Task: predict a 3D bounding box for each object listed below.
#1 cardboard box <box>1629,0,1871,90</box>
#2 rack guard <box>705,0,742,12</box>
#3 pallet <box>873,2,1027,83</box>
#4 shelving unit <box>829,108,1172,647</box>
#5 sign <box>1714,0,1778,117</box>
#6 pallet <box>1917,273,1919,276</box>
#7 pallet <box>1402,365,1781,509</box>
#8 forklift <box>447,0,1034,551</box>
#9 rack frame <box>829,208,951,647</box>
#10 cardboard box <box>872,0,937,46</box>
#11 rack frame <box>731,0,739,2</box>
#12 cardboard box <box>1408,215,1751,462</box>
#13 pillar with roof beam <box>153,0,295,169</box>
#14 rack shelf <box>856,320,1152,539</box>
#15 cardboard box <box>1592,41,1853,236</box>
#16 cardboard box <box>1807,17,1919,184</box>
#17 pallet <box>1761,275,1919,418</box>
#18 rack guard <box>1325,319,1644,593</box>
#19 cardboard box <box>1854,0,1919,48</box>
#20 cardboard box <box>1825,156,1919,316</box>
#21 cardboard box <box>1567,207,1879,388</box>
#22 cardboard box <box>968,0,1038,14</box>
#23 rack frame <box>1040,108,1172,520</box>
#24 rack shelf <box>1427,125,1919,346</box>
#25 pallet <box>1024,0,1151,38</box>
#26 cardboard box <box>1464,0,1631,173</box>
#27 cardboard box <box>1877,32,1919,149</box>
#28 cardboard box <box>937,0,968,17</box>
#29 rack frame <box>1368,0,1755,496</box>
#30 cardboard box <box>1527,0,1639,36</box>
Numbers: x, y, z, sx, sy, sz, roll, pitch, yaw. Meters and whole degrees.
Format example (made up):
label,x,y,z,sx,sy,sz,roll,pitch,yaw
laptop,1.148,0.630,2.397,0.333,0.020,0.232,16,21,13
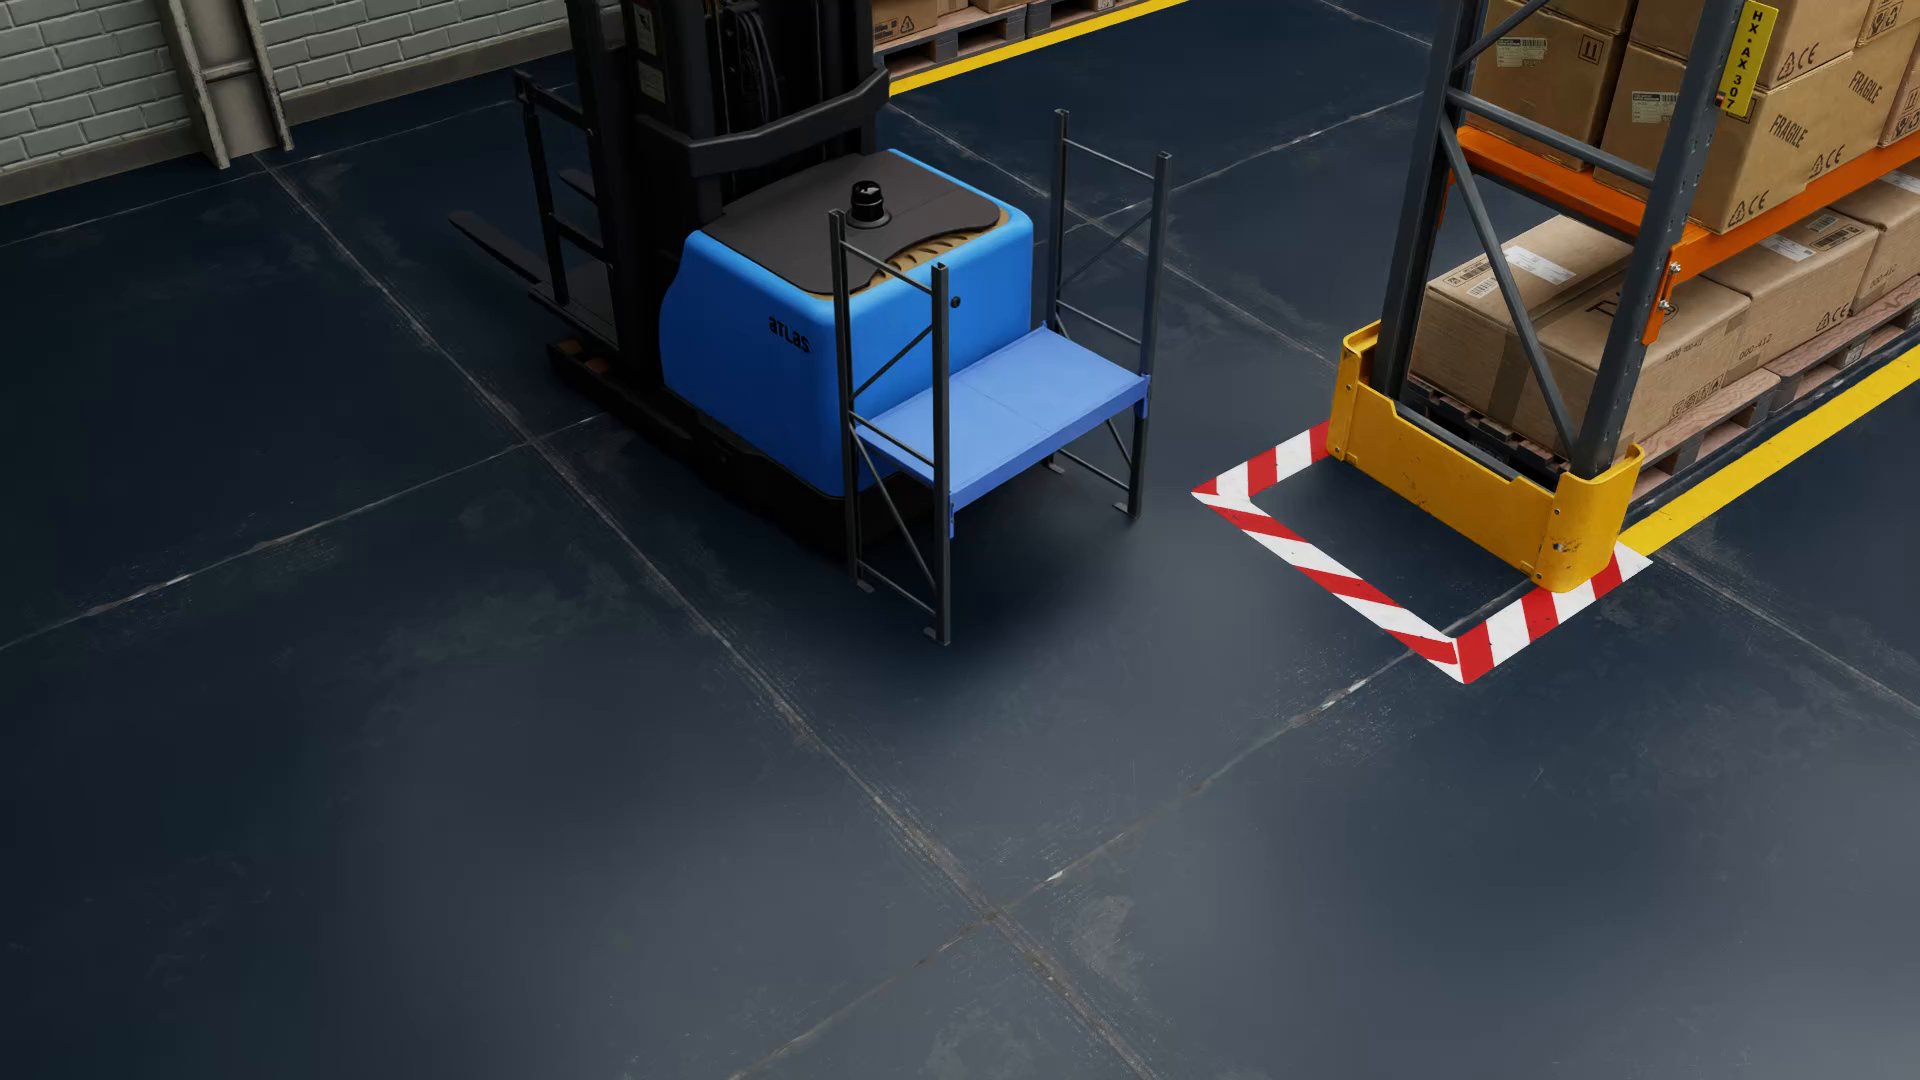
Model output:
label,x,y,z,sx,sy,sz,roll,pitch,yaw
cardboard box,2.511,-1.787,5.196,0.500,0.500,0.500,-27,46,-29
rack guard,-1.010,-2.877,9.363,0.348,0.500,1.175,-26,46,-28
pallet,-0.378,-3.074,9.830,1.213,0.211,1.003,-26,46,-28
shelving unit,0.143,-0.551,5.739,1.048,1.500,0.538,-32,49,-33
sign,2.291,-1.403,4.850,0.005,0.325,0.100,-26,46,-28
pallet,4.478,-1.532,7.952,1.213,0.211,1.003,-26,46,-28
pallet,2.544,-0.589,6.802,1.213,0.211,1.003,-26,46,-28
forklift,-1.101,-1.932,6.294,1.130,2.935,3.031,-31,49,-32
rack frame,-0.219,-0.325,5.464,0.032,1.500,0.500,-32,49,-33
cardboard box,-0.528,-3.200,9.423,0.637,0.503,0.797,-28,47,-30
rack frame,-1.070,-3.814,8.534,0.127,3.000,1.000,-26,46,-28
cardboard box,2.420,-0.796,6.545,0.875,0.438,0.875,-28,47,-29
pillar with roof beam,-1.134,-3.380,3.275,0.400,9.000,9.100,-26,46,-28
rack shelf,0.143,-0.412,5.854,1.000,0.185,0.538,-32,49,-33
cardboard box,2.513,-1.399,5.511,0.500,0.500,0.500,-26,46,-28
cardboard box,2.897,-1.608,5.767,0.500,0.500,0.500,-27,46,-29
pallet,3.510,-1.058,7.374,1.213,0.211,1.003,-26,46,-28
rack guard,1.938,-0.343,6.274,0.348,0.500,1.175,-26,46,-28
cardboard box,2.917,-1.990,5.443,0.500,0.500,0.500,-27,47,-29
cardboard box,3.856,-1.502,7.405,0.875,0.438,0.875,-27,47,-29
cardboard box,3.140,-1.154,6.981,0.875,0.438,0.875,-25,45,-27
cardboard box,0.174,-3.509,9.803,0.500,0.500,0.700,-24,45,-26
rack frame,0.506,-0.777,6.015,0.032,1.500,0.500,-32,49,-33
rack shelf,3.543,-1.814,6.663,4.000,0.370,1.077,-26,46,-28
pallet,0.588,-3.542,10.402,1.213,0.211,1.003,-26,46,-28
cardboard box,2.179,-1.677,5.851,0.500,0.500,0.500,-26,46,-28
cardboard box,3.311,-1.796,5.995,0.500,0.500,0.500,-26,46,-28
cardboard box,-0.167,-3.207,9.711,0.250,0.149,0.380,-28,47,-30
rack frame,1.957,-1.319,5.493,0.127,3.000,1.000,-26,46,-28
cardboard box,2.194,-2.050,5.517,0.500,0.500,0.500,-24,45,-27
